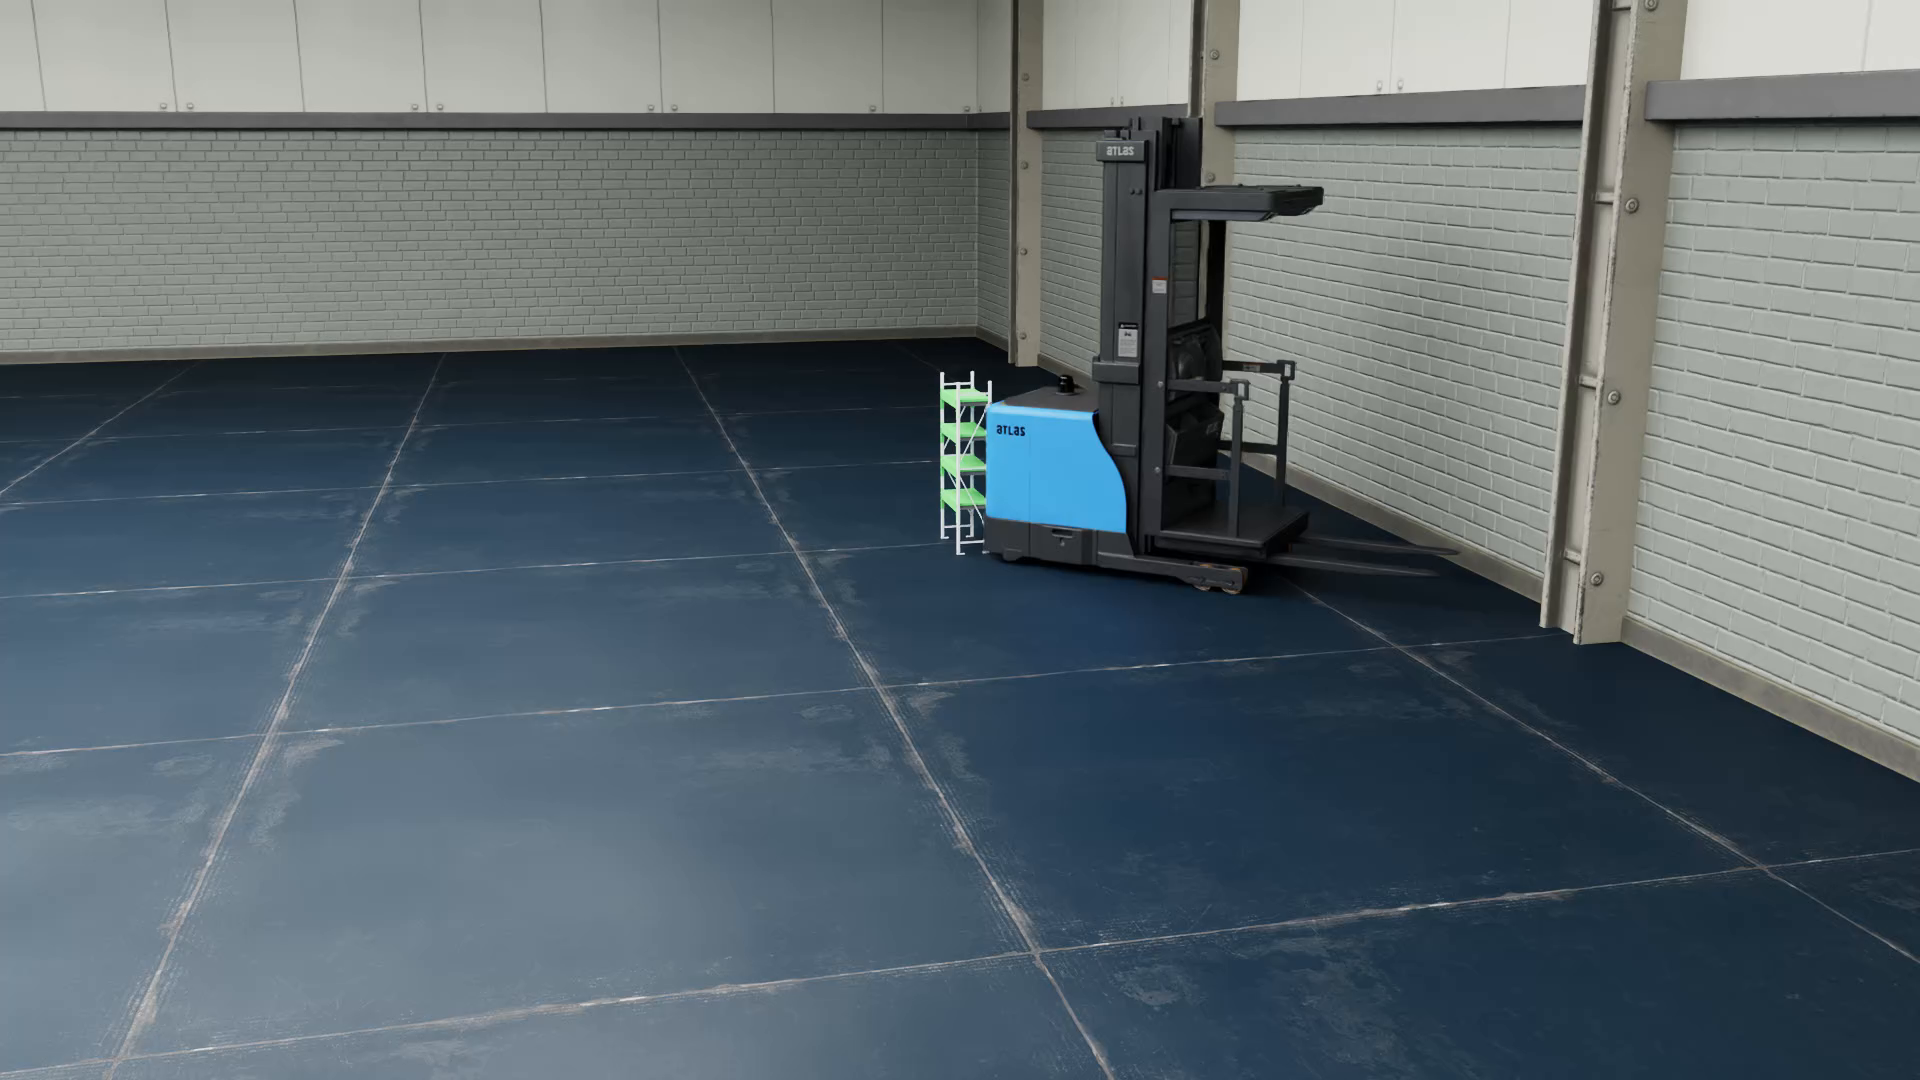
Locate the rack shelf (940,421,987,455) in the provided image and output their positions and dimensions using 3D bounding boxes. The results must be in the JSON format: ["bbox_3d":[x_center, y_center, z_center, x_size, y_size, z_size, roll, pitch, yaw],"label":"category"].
[{"bbox_3d":[0.039,-0.716,11.587,0.258,0.148,0.480,-3,14,-13],"label":"rack shelf"}]

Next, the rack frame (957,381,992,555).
[{"bbox_3d":[0.096,-0.488,11.398,0.240,1.200,0.015,-3,14,-13],"label":"rack frame"}]

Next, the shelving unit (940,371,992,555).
[{"bbox_3d":[0.039,-0.545,11.628,0.258,1.200,0.503,-3,14,-13],"label":"shelving unit"}]

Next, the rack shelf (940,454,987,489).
[{"bbox_3d":[0.039,-0.483,11.644,0.258,0.148,0.480,-3,14,-13],"label":"rack shelf"}]

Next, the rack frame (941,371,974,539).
[{"bbox_3d":[-0.018,-0.601,11.859,0.240,1.200,0.015,-3,14,-13],"label":"rack frame"}]

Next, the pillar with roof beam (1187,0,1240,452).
[{"bbox_3d":[-1.965,-4.973,13.322,9.100,9.000,0.400,-3,14,-13],"label":"pillar with roof beam"}]

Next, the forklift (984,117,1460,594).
[{"bbox_3d":[1.713,-1.226,10.769,3.031,2.935,1.130,7,15,27],"label":"forklift"}]

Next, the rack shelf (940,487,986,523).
[{"bbox_3d":[0.039,-0.249,11.700,0.258,0.148,0.480,-3,14,-13],"label":"rack shelf"}]

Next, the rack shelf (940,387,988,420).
[{"bbox_3d":[0.039,-0.949,11.530,0.258,0.148,0.480,-3,14,-13],"label":"rack shelf"}]

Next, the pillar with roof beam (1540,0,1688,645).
[{"bbox_3d":[-0.556,-3.589,7.656,9.100,9.000,0.400,-3,14,-13],"label":"pillar with roof beam"}]

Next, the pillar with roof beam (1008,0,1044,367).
[{"bbox_3d":[-3.374,-6.357,18.987,9.100,9.000,0.400,-3,14,-13],"label":"pillar with roof beam"}]
